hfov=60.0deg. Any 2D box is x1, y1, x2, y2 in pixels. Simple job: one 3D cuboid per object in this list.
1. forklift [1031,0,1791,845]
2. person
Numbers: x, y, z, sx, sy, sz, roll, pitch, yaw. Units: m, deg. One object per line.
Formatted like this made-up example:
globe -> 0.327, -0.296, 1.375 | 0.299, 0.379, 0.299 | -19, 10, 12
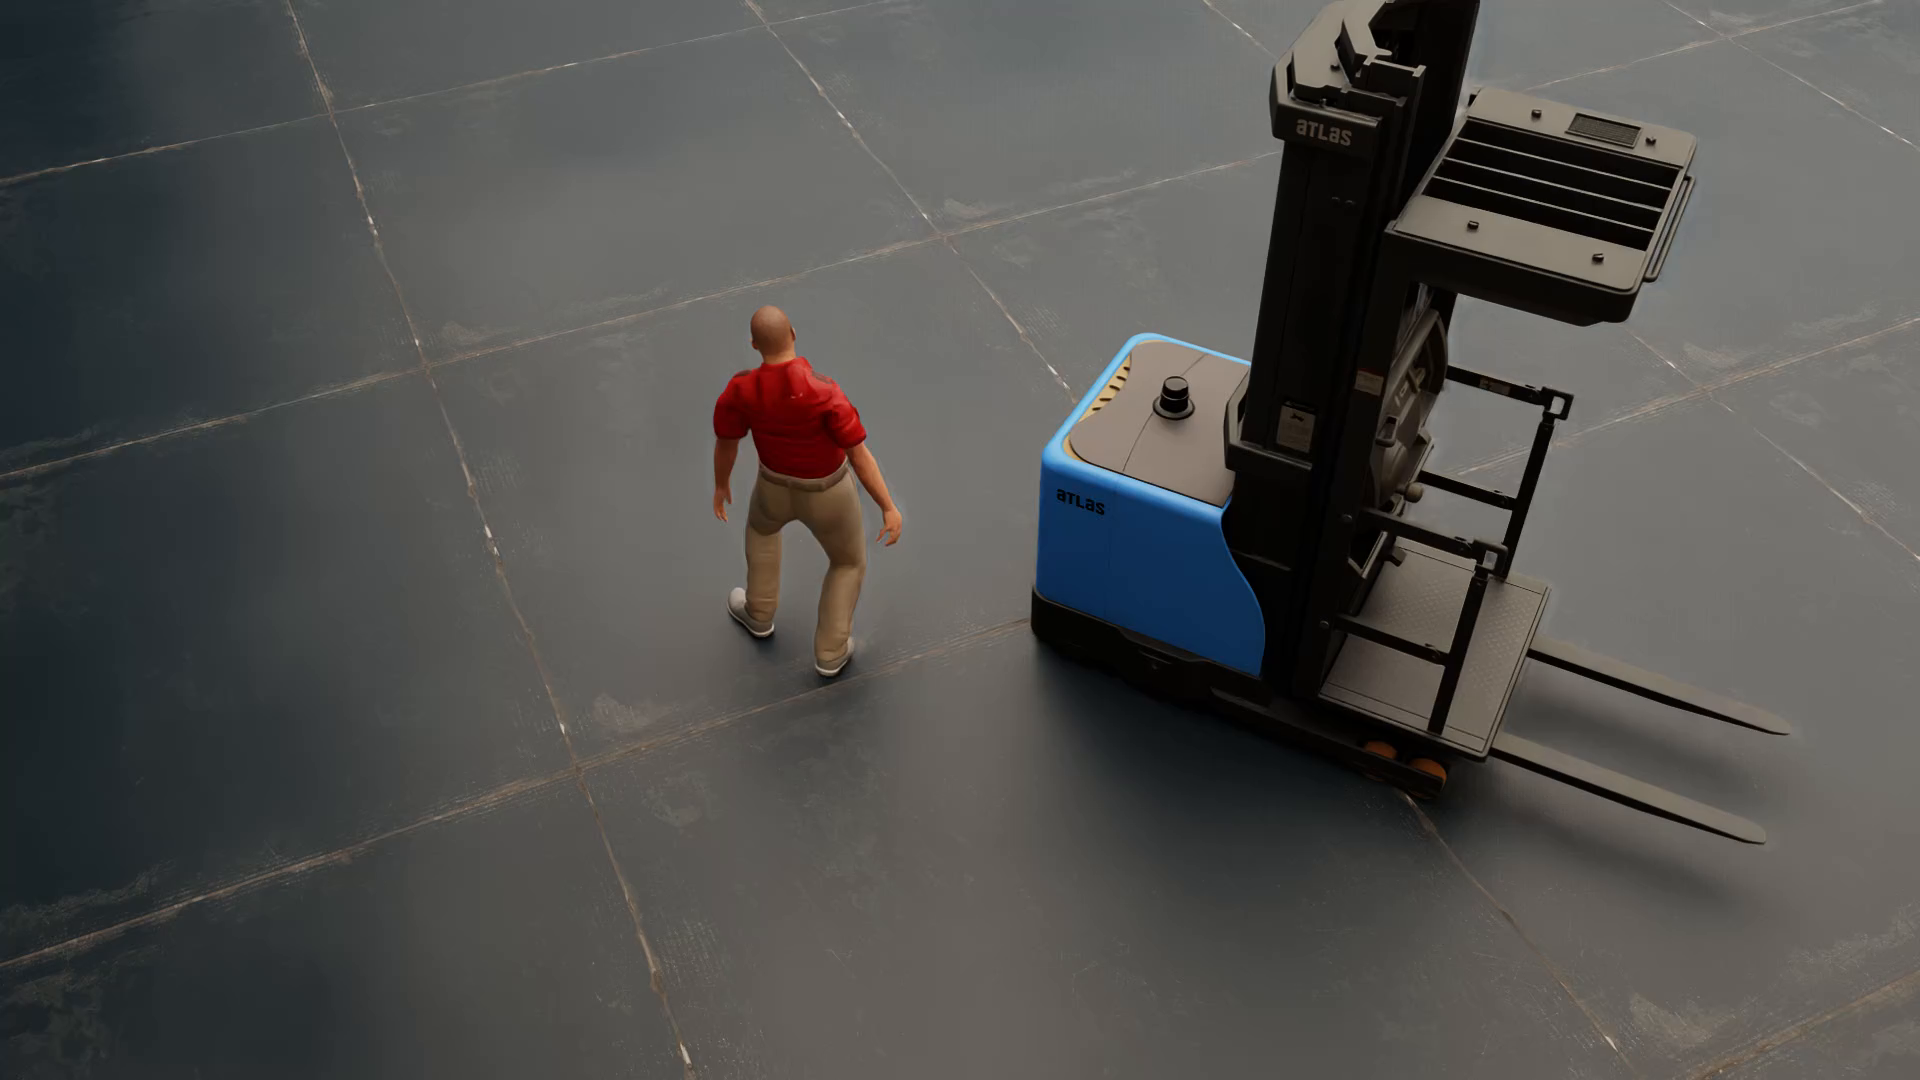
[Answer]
forklift -> 1.857, -0.448, 6.160 | 3.031, 2.935, 1.130 | 20, 47, 20
person -> -0.648, -0.169, 6.834 | 0.899, 1.711, 0.497 | 14, 45, 15
